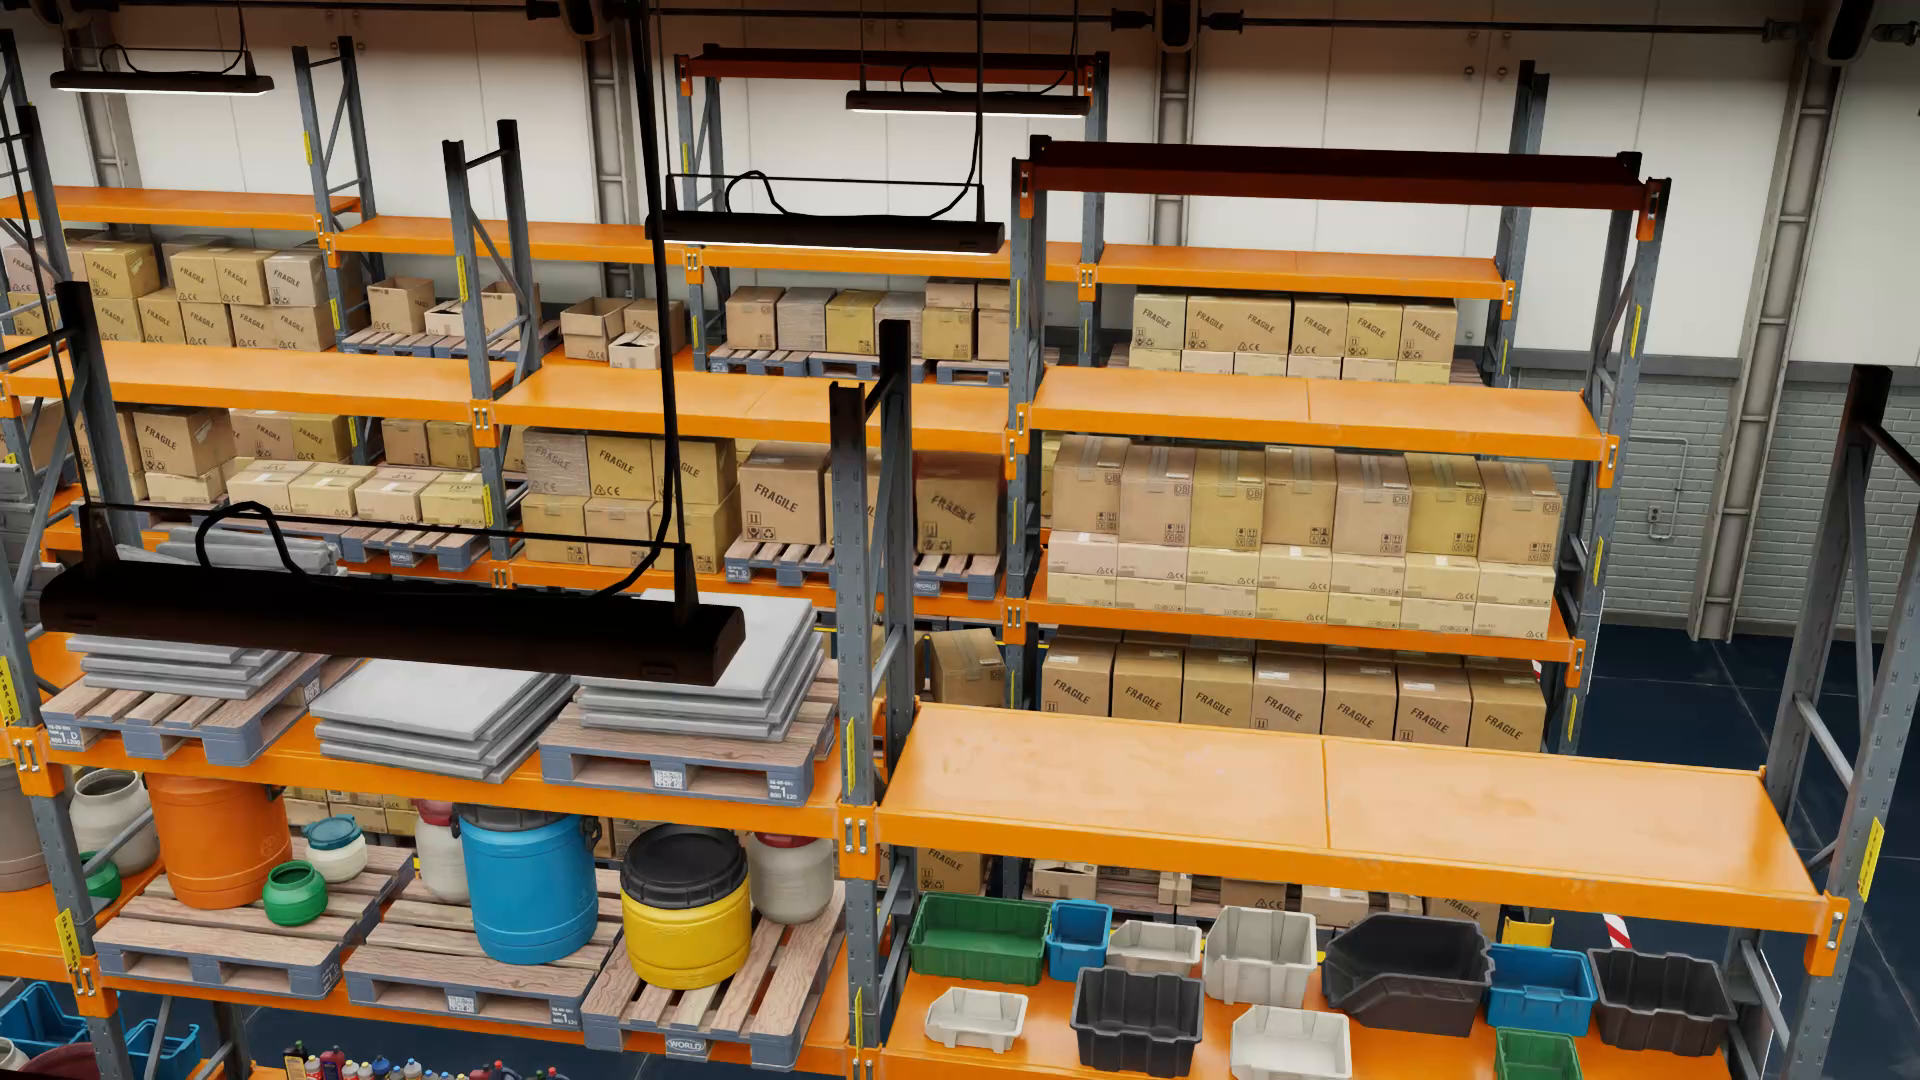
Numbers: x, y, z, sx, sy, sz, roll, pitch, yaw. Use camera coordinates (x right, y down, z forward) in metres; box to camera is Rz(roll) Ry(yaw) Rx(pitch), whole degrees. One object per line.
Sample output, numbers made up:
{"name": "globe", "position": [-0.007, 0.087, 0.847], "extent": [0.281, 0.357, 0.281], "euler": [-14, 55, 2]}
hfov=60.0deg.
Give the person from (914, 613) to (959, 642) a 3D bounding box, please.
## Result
{"name": "person", "position": [-0.291, 0.769, 16.167], "extent": [1.023, 1.608, 0.439], "euler": [9, 25, 20]}
